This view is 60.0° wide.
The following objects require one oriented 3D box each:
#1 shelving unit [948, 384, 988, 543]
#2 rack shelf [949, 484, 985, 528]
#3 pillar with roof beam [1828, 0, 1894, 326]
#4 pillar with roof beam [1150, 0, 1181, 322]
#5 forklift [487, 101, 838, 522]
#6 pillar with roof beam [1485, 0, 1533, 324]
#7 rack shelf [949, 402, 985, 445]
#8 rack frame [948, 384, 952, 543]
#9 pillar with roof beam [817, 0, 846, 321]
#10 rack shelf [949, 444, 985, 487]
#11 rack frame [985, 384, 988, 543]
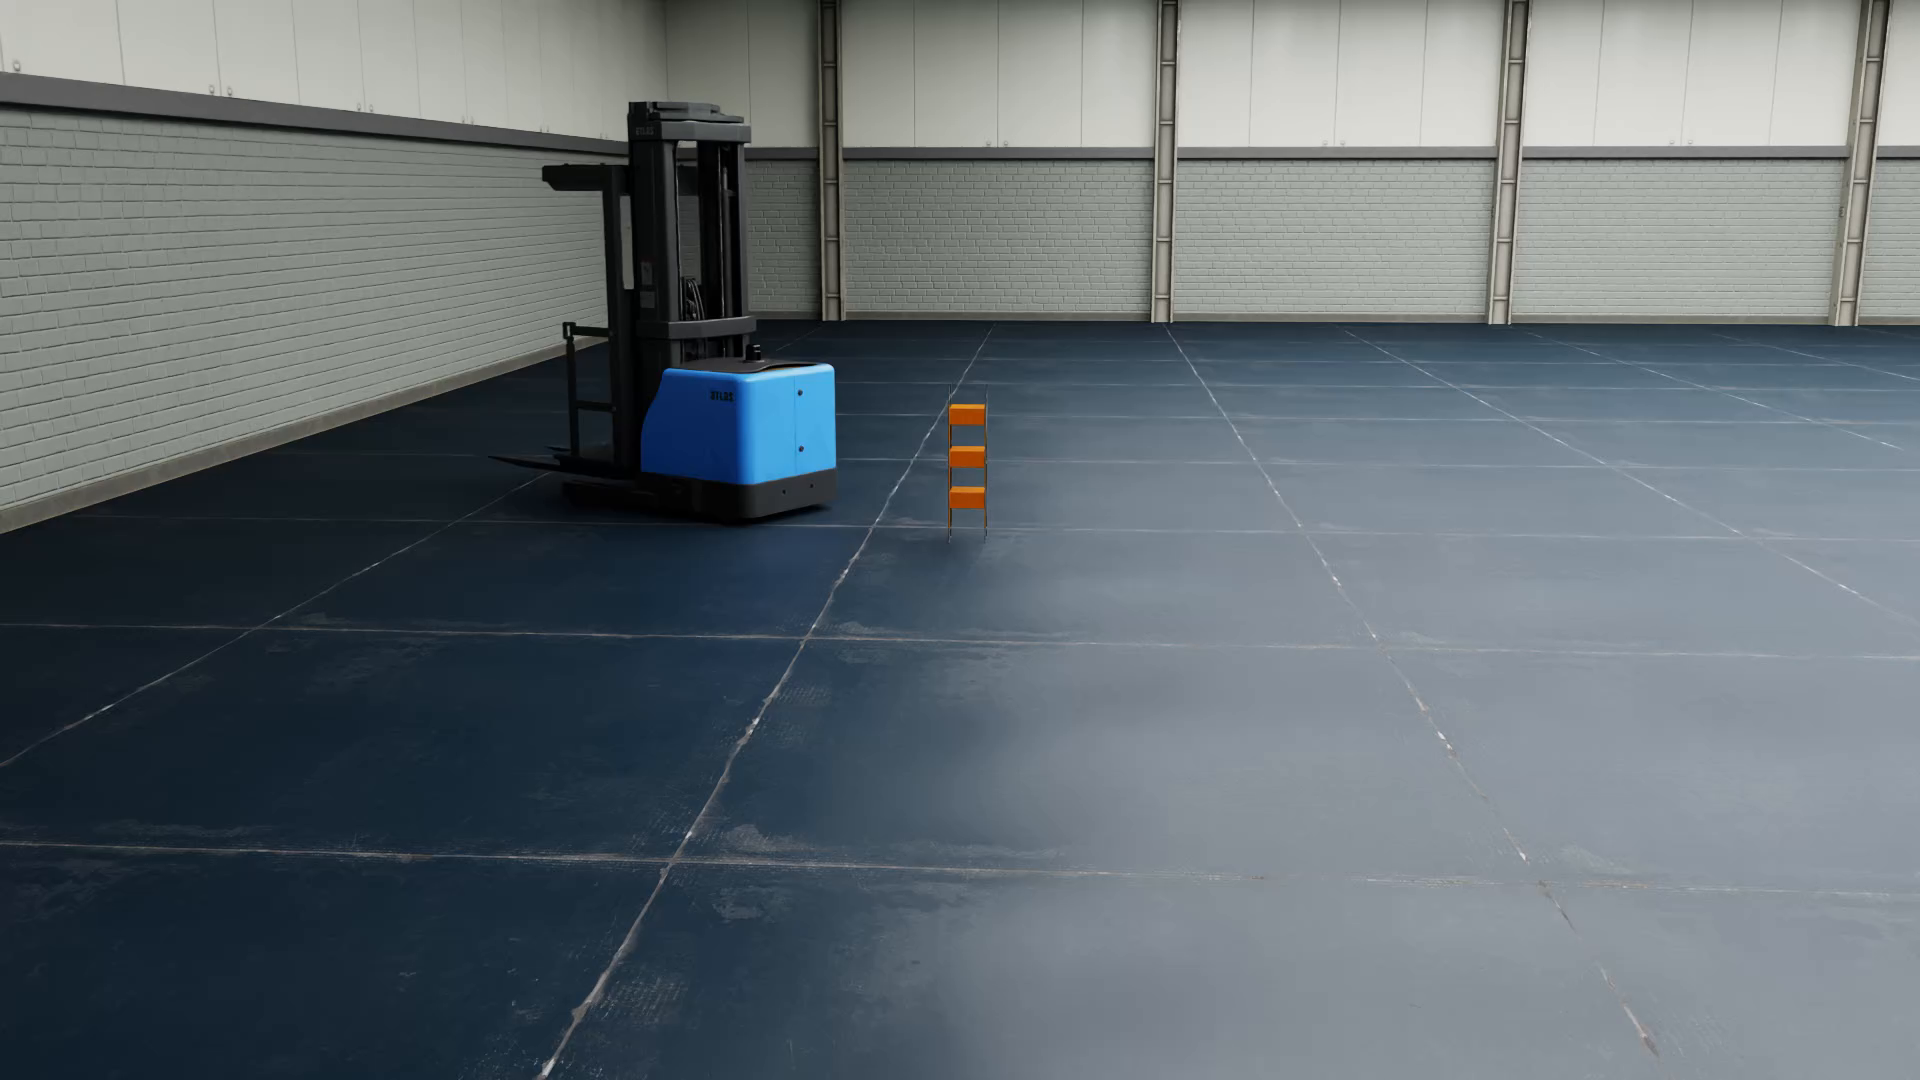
[{"bbox_3d":[0.053,-0.513,11.157,0.252,1.050,0.215,1,12,4],"label":"shelving unit"},{"bbox_3d":[0.053,-0.231,11.216,0.240,0.259,0.215,1,12,4],"label":"rack shelf"},{"bbox_3d":[15.351,-7.333,24.344,0.400,9.000,9.100,1,12,4],"label":"pillar with roof beam"},{"bbox_3d":[3.378,-7.497,25.129,0.400,9.000,9.100,1,12,4],"label":"pillar with roof beam"},{"bbox_3d":[-2.402,-1.772,12.583,3.031,2.935,1.130,8,14,35],"label":"forklift"},{"bbox_3d":[9.365,-7.415,24.737,0.400,9.000,9.100,1,12,4],"label":"pillar with roof beam"},{"bbox_3d":[0.053,-0.781,11.101,0.240,0.259,0.215,1,12,4],"label":"rack shelf"},{"bbox_3d":[-0.068,-0.515,11.165,0.008,1.050,0.200,1,12,4],"label":"rack frame"},{"bbox_3d":[-2.608,-7.579,25.522,0.400,9.000,9.100,1,12,4],"label":"pillar with roof beam"},{"bbox_3d":[0.053,-0.503,11.159,0.240,0.259,0.215,1,12,4],"label":"rack shelf"},{"bbox_3d":[0.175,-0.511,11.149,0.008,1.050,0.200,1,12,4],"label":"rack frame"}]
